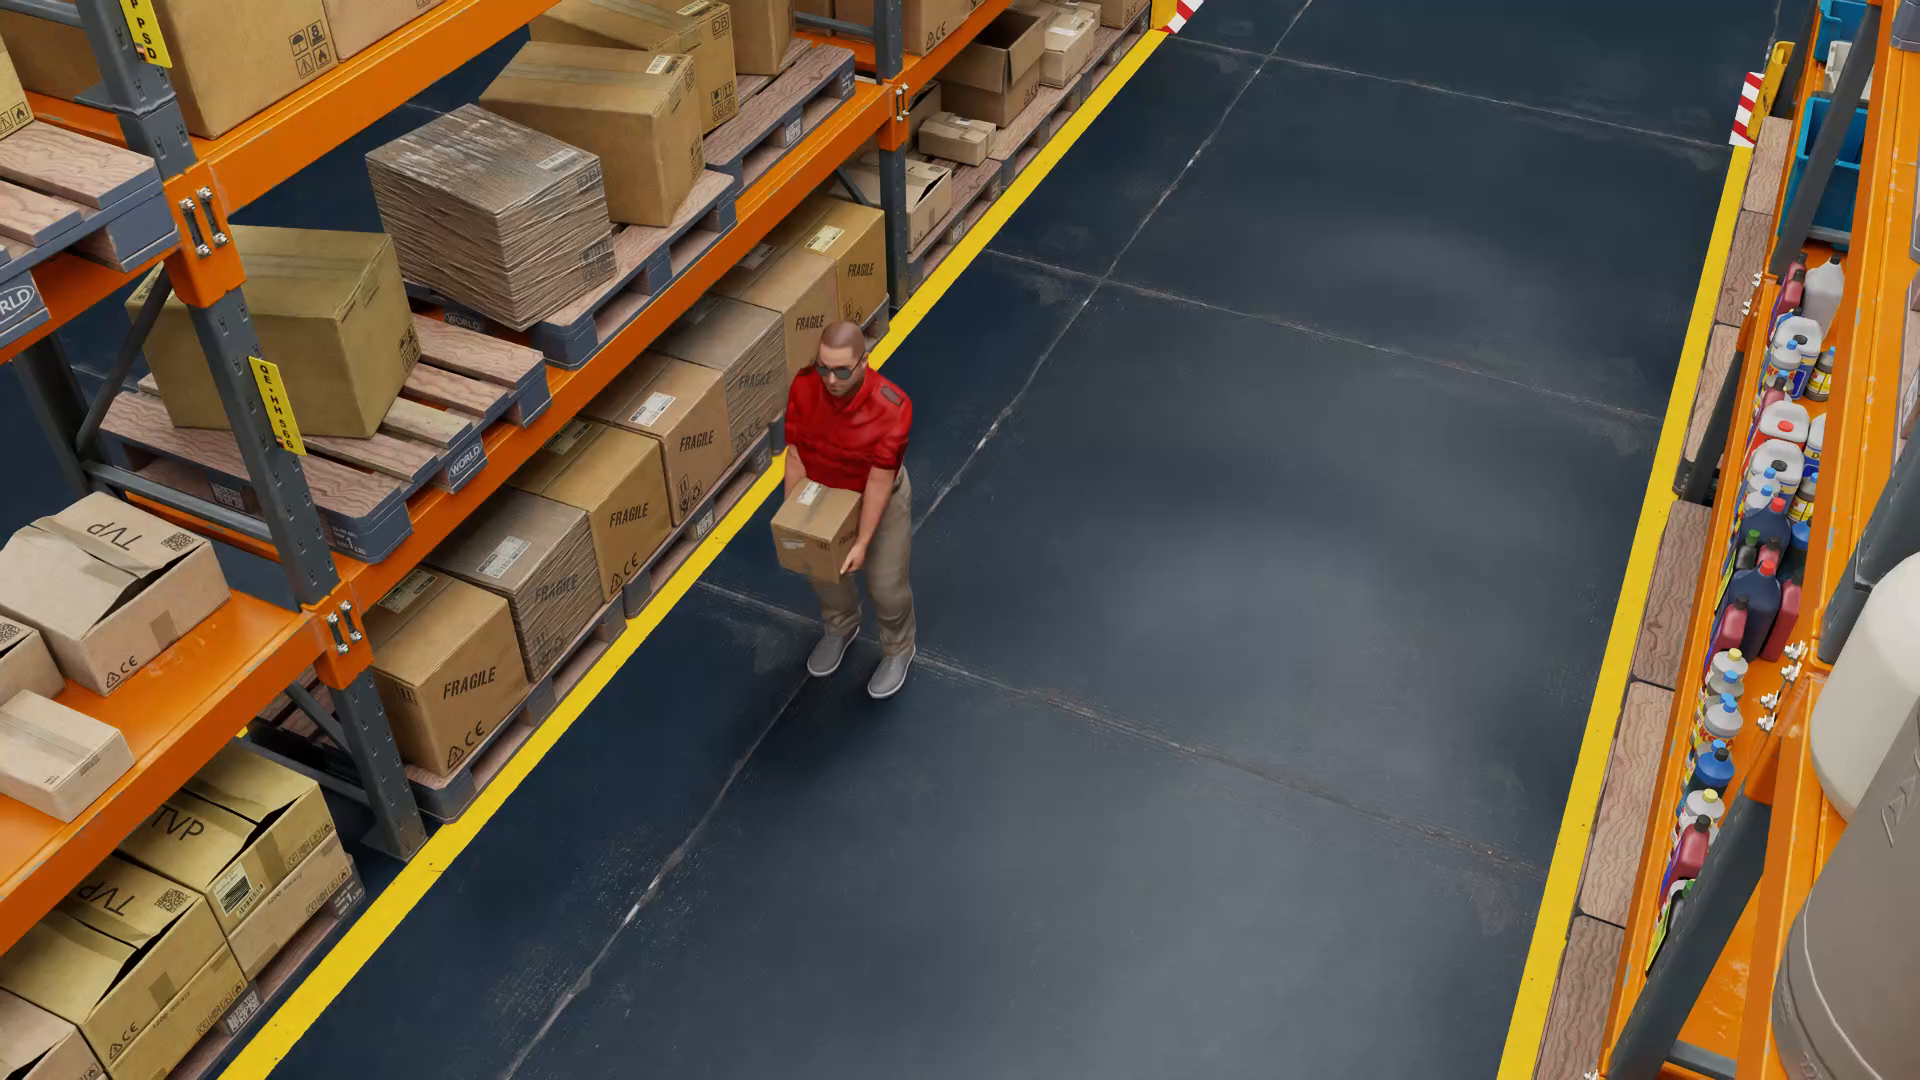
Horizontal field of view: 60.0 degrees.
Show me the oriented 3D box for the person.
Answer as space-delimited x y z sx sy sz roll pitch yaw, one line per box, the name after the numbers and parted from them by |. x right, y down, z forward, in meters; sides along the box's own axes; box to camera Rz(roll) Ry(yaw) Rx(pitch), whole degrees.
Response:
-0.418 -0.088 6.283 0.486 1.720 0.564 17 44 18 | person
